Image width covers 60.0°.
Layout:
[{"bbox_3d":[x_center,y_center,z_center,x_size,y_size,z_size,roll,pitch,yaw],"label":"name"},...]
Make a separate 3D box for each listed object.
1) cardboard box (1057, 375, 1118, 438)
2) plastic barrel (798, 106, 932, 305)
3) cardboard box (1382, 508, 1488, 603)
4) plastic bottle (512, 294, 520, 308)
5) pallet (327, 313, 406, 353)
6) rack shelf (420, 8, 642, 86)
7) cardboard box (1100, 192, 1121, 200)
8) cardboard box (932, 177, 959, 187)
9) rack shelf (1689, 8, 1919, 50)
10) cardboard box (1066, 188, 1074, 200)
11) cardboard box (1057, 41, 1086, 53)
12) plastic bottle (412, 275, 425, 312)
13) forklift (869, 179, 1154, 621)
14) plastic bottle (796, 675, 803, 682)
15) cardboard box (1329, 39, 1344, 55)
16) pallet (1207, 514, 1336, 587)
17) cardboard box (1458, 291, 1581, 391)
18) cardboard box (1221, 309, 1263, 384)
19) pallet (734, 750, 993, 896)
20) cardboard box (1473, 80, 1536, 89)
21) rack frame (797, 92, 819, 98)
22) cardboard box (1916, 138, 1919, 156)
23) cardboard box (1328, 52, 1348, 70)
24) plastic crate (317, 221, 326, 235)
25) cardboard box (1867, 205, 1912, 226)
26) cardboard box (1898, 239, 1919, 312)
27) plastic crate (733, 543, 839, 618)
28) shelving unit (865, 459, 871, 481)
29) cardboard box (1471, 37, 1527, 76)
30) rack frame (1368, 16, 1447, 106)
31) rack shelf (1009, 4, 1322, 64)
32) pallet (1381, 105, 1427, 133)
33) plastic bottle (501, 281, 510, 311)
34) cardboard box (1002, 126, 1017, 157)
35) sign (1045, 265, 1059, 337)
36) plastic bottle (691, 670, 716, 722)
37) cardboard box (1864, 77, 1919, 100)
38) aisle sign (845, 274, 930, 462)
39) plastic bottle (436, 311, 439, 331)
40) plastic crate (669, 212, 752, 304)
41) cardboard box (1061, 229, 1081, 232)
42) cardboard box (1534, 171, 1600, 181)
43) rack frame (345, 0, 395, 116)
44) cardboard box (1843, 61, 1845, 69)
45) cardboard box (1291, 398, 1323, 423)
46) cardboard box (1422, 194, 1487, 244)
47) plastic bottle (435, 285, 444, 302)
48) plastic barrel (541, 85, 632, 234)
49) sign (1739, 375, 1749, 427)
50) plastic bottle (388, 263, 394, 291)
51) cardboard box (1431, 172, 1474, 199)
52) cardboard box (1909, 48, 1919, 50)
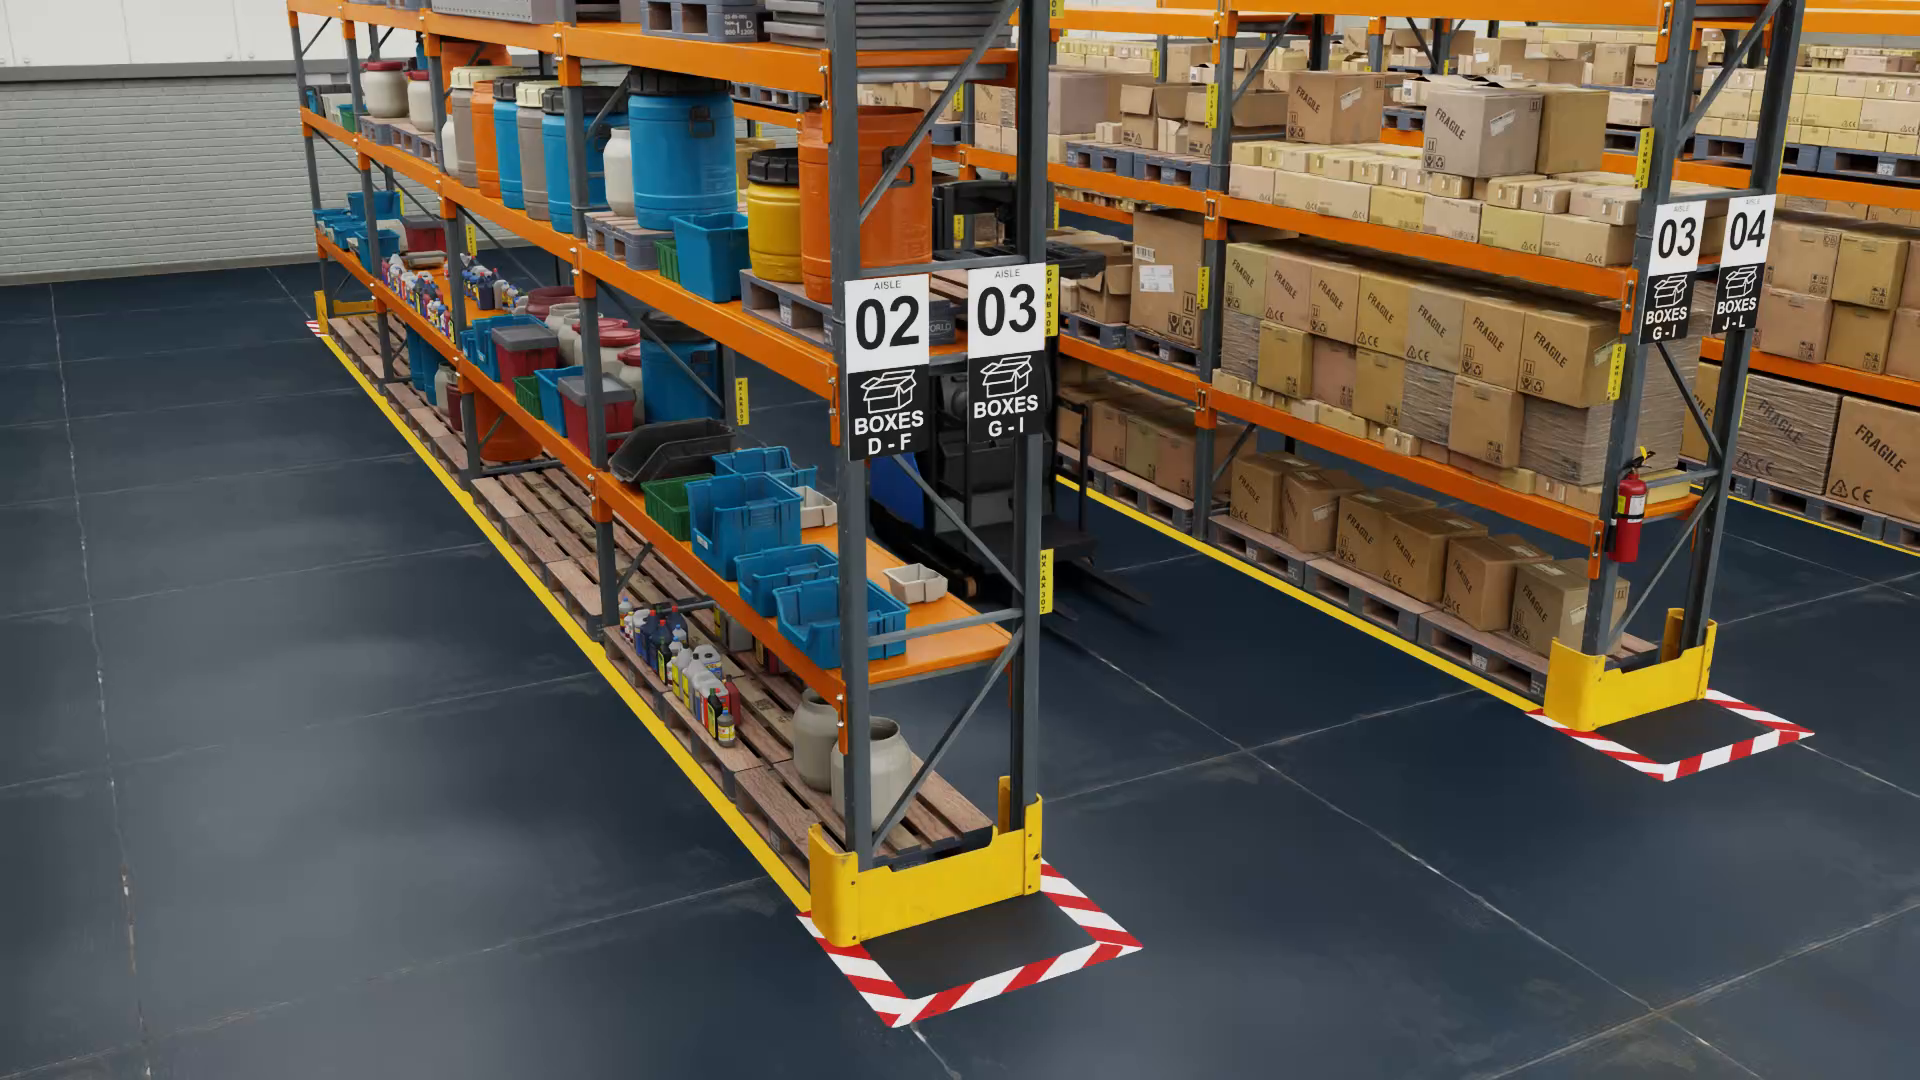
[{"bbox_3d":[1.087,-1.326,16.033,0.700,0.500,0.500,-12,22,-31],"label":"cardboard box"},{"bbox_3d":[-0.426,-1.522,7.542,0.600,0.830,0.708,-10,21,-27],"label":"plastic barrel"},{"bbox_3d":[3.400,0.103,11.923,0.500,0.500,0.500,-8,21,-22],"label":"cardboard box"},{"bbox_3d":[-4.107,-2.153,15.470,0.097,0.271,0.097,0,19,0],"label":"plastic bottle"},{"bbox_3d":[-7.323,-2.614,20.884,1.003,0.211,1.213,-10,21,-27],"label":"pallet"},{"bbox_3d":[-2.932,-3.611,12.018,1.077,0.370,4.000,-10,21,-27],"label":"rack shelf"},{"bbox_3d":[2.267,-4.966,22.814,0.500,0.500,0.500,-11,22,-28],"label":"cardboard box"},{"bbox_3d":[-0.163,-3.567,17.680,0.797,0.503,0.637,-9,21,-25],"label":"cardboard box"},{"bbox_3d":[7.739,-3.970,13.056,1.077,0.370,4.000,-10,21,-27],"label":"rack shelf"},{"bbox_3d":[1.742,-4.979,23.848,0.380,0.149,0.250,-9,21,-25],"label":"cardboard box"},{"bbox_3d":[1.586,-6.942,23.405,0.380,0.149,0.250,-9,21,-25],"label":"cardboard box"},{"bbox_3d":[-5.182,-2.377,15.997,0.144,0.351,0.185,-10,21,-27],"label":"plastic bottle"},{"bbox_3d":[0.372,-1.116,12.372,1.130,2.935,3.031,-10,21,-26],"label":"forklift"},{"bbox_3d":[-0.976,0.746,10.381,0.097,0.271,0.097,0,19,0],"label":"plastic bottle"},{"bbox_3d":[6.066,-7.662,25.977,0.500,0.311,0.500,-10,21,-26],"label":"cardboard box"},{"bbox_3d":[2.727,0.008,13.285,1.003,0.211,1.213,-10,21,-27],"label":"pallet"},{"bbox_3d":[3.555,-1.272,10.578,0.500,0.500,0.500,-10,21,-27],"label":"cardboard box"},{"bbox_3d":[2.536,-1.547,12.906,0.875,0.500,0.500,-10,21,-27],"label":"cardboard box"},{"bbox_3d":[-0.542,1.487,8.997,1.003,0.211,1.213,-10,21,-27],"label":"pallet"},{"bbox_3d":[5.522,-4.474,16.739,0.500,0.311,0.500,-10,22,-28],"label":"cardboard box"},{"bbox_3d":[-1.422,-6.630,19.050,1.000,3.000,0.127,-10,21,-27],"label":"rack frame"},{"bbox_3d":[7.630,-3.041,12.836,0.380,0.149,0.250,-10,21,-26],"label":"cardboard box"},{"bbox_3d":[4.213,-5.433,18.853,0.396,0.266,0.258,-10,21,-27],"label":"cardboard box"},{"bbox_3d":[-7.774,-3.852,20.509,0.250,0.136,0.298,-10,21,-27],"label":"plastic crate"},{"bbox_3d":[10.440,-3.658,18.381,0.500,0.500,0.500,-10,21,-26],"label":"cardboard box"},{"bbox_3d":[8.058,-2.108,13.256,0.875,0.550,0.550,-10,21,-27],"label":"cardboard box"},{"bbox_3d":[-0.887,0.203,8.671,0.499,0.251,0.408,-10,21,-27],"label":"plastic crate"},{"bbox_3d":[-0.528,-0.864,14.412,0.538,1.125,1.048,-10,21,-26],"label":"shelving unit"},{"bbox_3d":[7.462,-6.695,23.040,0.500,0.500,0.500,-10,22,-28],"label":"cardboard box"},{"bbox_3d":[4.890,-6.221,17.865,1.000,3.000,0.127,-10,21,-27],"label":"rack frame"},{"bbox_3d":[1.427,-4.379,14.241,1.077,0.370,4.000,-10,21,-27],"label":"rack shelf"},{"bbox_3d":[5.243,-4.537,17.873,1.213,0.211,1.003,-9,21,-24],"label":"pallet"},{"bbox_3d":[-4.382,-2.361,16.073,0.097,0.271,0.097,0,19,0],"label":"plastic bottle"},{"bbox_3d":[0.720,-3.671,15.304,0.500,0.250,0.500,-9,21,-25],"label":"cardboard box"},{"bbox_3d":[0.403,-1.088,7.575,0.100,0.325,0.005,-10,21,-27],"label":"sign"},{"bbox_3d":[-1.502,0.922,9.863,0.152,0.276,0.135,-11,22,-28],"label":"plastic bottle"},{"bbox_3d":[7.386,-3.565,13.131,0.380,0.149,0.250,-10,21,-27],"label":"cardboard box"},{"bbox_3d":[-0.310,-0.744,7.205,0.394,0.787,0.004,-10,21,-27],"label":"aisle sign"},{"bbox_3d":[-4.736,-2.021,15.194,0.097,0.201,0.097,0,19,0],"label":"plastic bottle"},{"bbox_3d":[-1.253,-1.493,8.787,0.392,0.384,0.575,-10,21,-27],"label":"plastic crate"},{"bbox_3d":[1.634,-4.620,25.237,0.380,0.149,0.250,-10,21,-26],"label":"cardboard box"},{"bbox_3d":[3.904,-2.302,10.725,0.380,0.149,0.250,-10,21,-27],"label":"cardboard box"},{"bbox_3d":[-5.781,-5.863,16.827,1.000,3.000,0.127,-10,21,-27],"label":"rack frame"},{"bbox_3d":[12.820,-6.772,23.679,0.380,0.149,0.250,-10,21,-27],"label":"cardboard box"},{"bbox_3d":[2.674,-0.981,12.261,0.380,0.149,0.250,-10,21,-27],"label":"cardboard box"},{"bbox_3d":[3.348,-2.087,10.712,0.500,0.250,0.500,-9,21,-25],"label":"cardboard box"},{"bbox_3d":[-4.953,-2.277,15.811,0.061,0.283,0.133,-10,21,-27],"label":"plastic bottle"},{"bbox_3d":[-2.415,-2.498,10.904,0.600,0.901,0.708,-10,21,-27],"label":"plastic barrel"},{"bbox_3d":[4.753,-0.843,10.148,0.100,0.325,0.005,-10,21,-27],"label":"sign"},{"bbox_3d":[-5.802,-2.698,17.050,0.097,0.271,0.097,0,19,0],"label":"plastic bottle"},{"bbox_3d":[3.258,-2.291,10.692,0.380,0.149,0.250,-11,22,-29],"label":"cardboard box"},{"bbox_3d":[13.539,-6.853,23.457,0.380,0.149,0.250,-10,21,-26],"label":"cardboard box"}]
